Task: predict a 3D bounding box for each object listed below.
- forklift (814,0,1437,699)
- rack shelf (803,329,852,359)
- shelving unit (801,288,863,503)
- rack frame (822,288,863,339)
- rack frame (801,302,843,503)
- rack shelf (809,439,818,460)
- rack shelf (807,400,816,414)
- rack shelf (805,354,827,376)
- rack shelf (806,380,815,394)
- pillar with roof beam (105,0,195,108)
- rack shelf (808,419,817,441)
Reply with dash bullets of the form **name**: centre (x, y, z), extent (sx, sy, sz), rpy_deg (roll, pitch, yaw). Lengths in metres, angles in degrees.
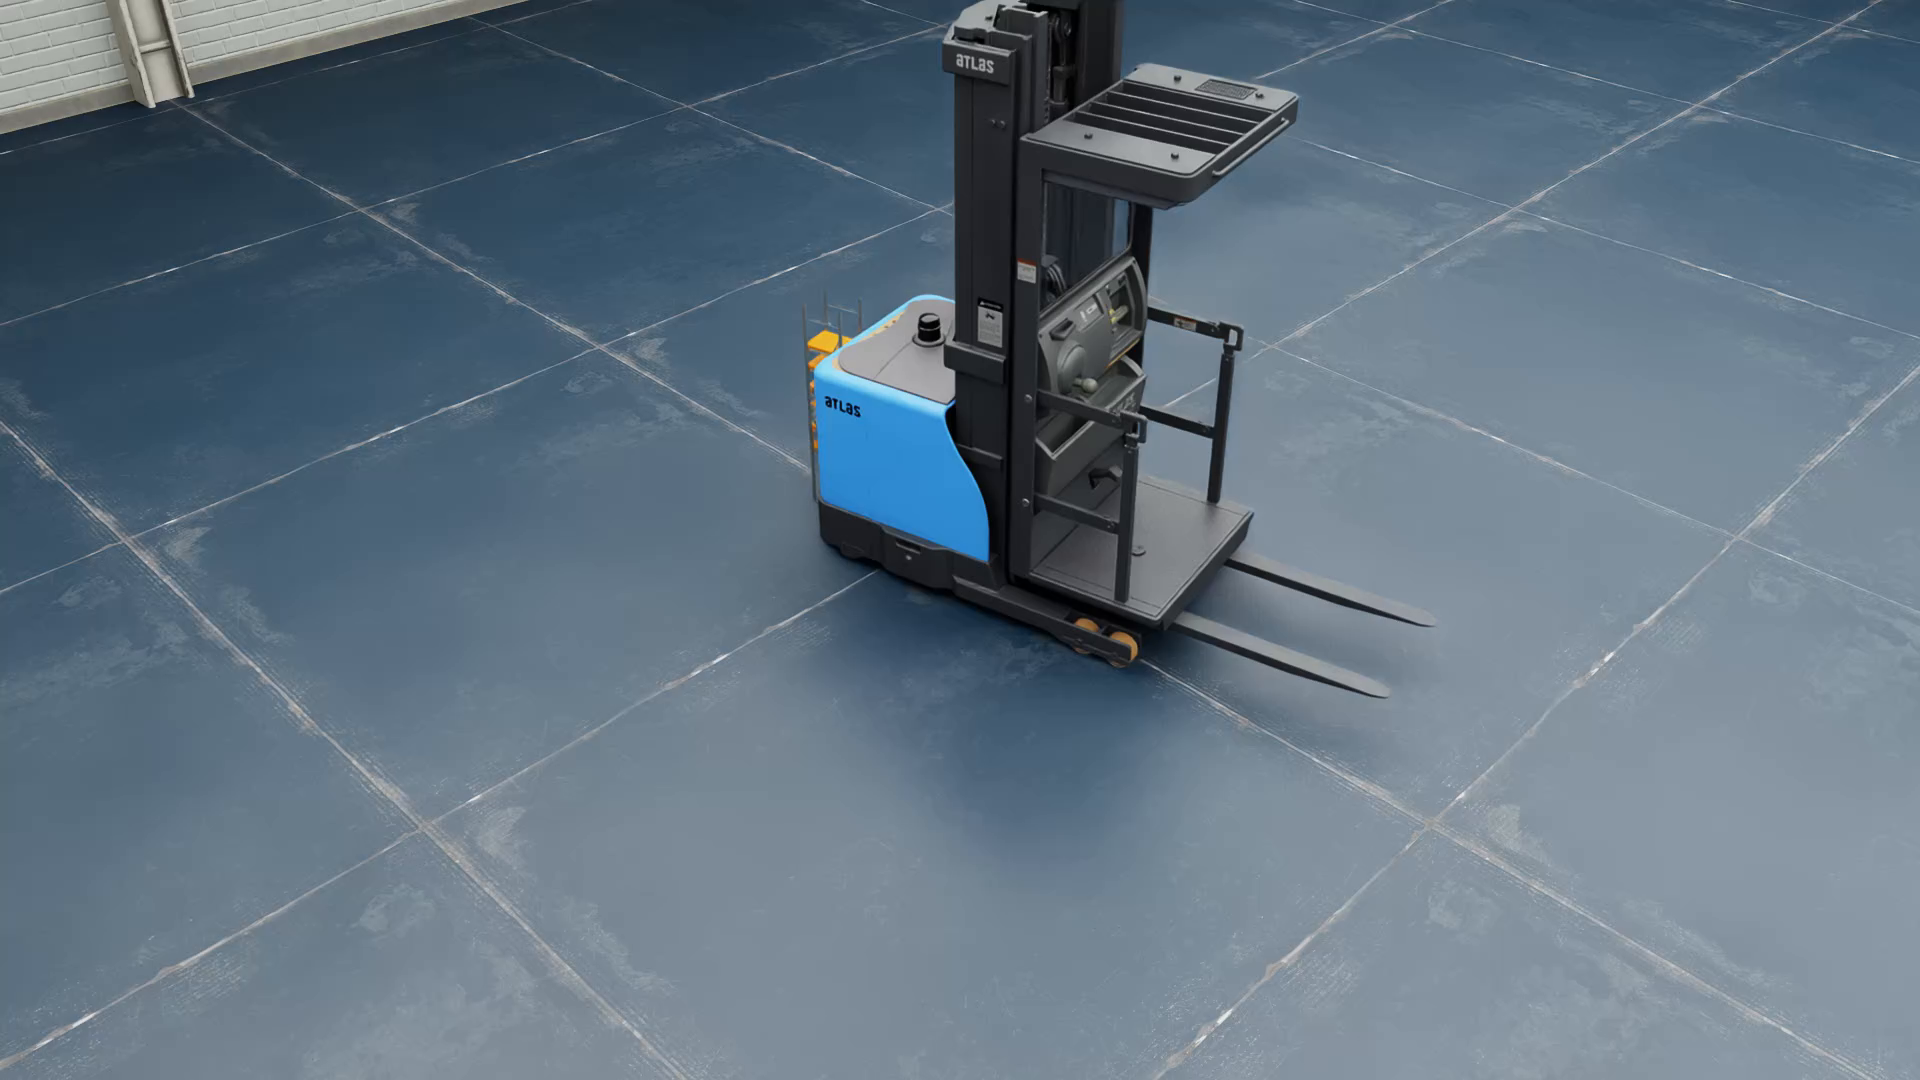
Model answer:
- **forklift**: centre (0.789, -0.947, 7.537), extent (3.031, 2.935, 1.130), rpy_deg (20, 40, 26)
- **rack shelf**: centre (-0.647, -0.973, 8.535), extent (0.258, 0.103, 0.180), rpy_deg (19, 39, 25)
- **shelving unit**: centre (-0.647, -0.714, 8.715), extent (0.258, 1.200, 0.189), rpy_deg (19, 39, 25)
- **rack frame**: centre (-0.599, -0.759, 8.780), extent (0.240, 1.200, 0.006), rpy_deg (19, 39, 25)
- **rack frame**: centre (-0.694, -0.669, 8.651), extent (0.240, 1.200, 0.006), rpy_deg (19, 39, 25)
- **rack shelf**: centre (-0.647, -0.481, 8.878), extent (0.258, 0.103, 0.180), rpy_deg (19, 39, 25)
- **rack shelf**: centre (-0.647, -0.677, 8.741), extent (0.258, 0.103, 0.180), rpy_deg (19, 39, 25)
- **rack shelf**: centre (-0.647, -0.874, 8.604), extent (0.258, 0.103, 0.180), rpy_deg (19, 39, 25)
- **rack shelf**: centre (-0.647, -0.776, 8.672), extent (0.258, 0.103, 0.180), rpy_deg (19, 39, 25)
- **pillar with roof beam**: centre (-3.704, -5.715, 9.068), extent (9.100, 9.000, 0.400), rpy_deg (30, 45, 35)
- **rack shelf**: centre (-0.647, -0.579, 8.810), extent (0.258, 0.103, 0.180), rpy_deg (19, 39, 25)
